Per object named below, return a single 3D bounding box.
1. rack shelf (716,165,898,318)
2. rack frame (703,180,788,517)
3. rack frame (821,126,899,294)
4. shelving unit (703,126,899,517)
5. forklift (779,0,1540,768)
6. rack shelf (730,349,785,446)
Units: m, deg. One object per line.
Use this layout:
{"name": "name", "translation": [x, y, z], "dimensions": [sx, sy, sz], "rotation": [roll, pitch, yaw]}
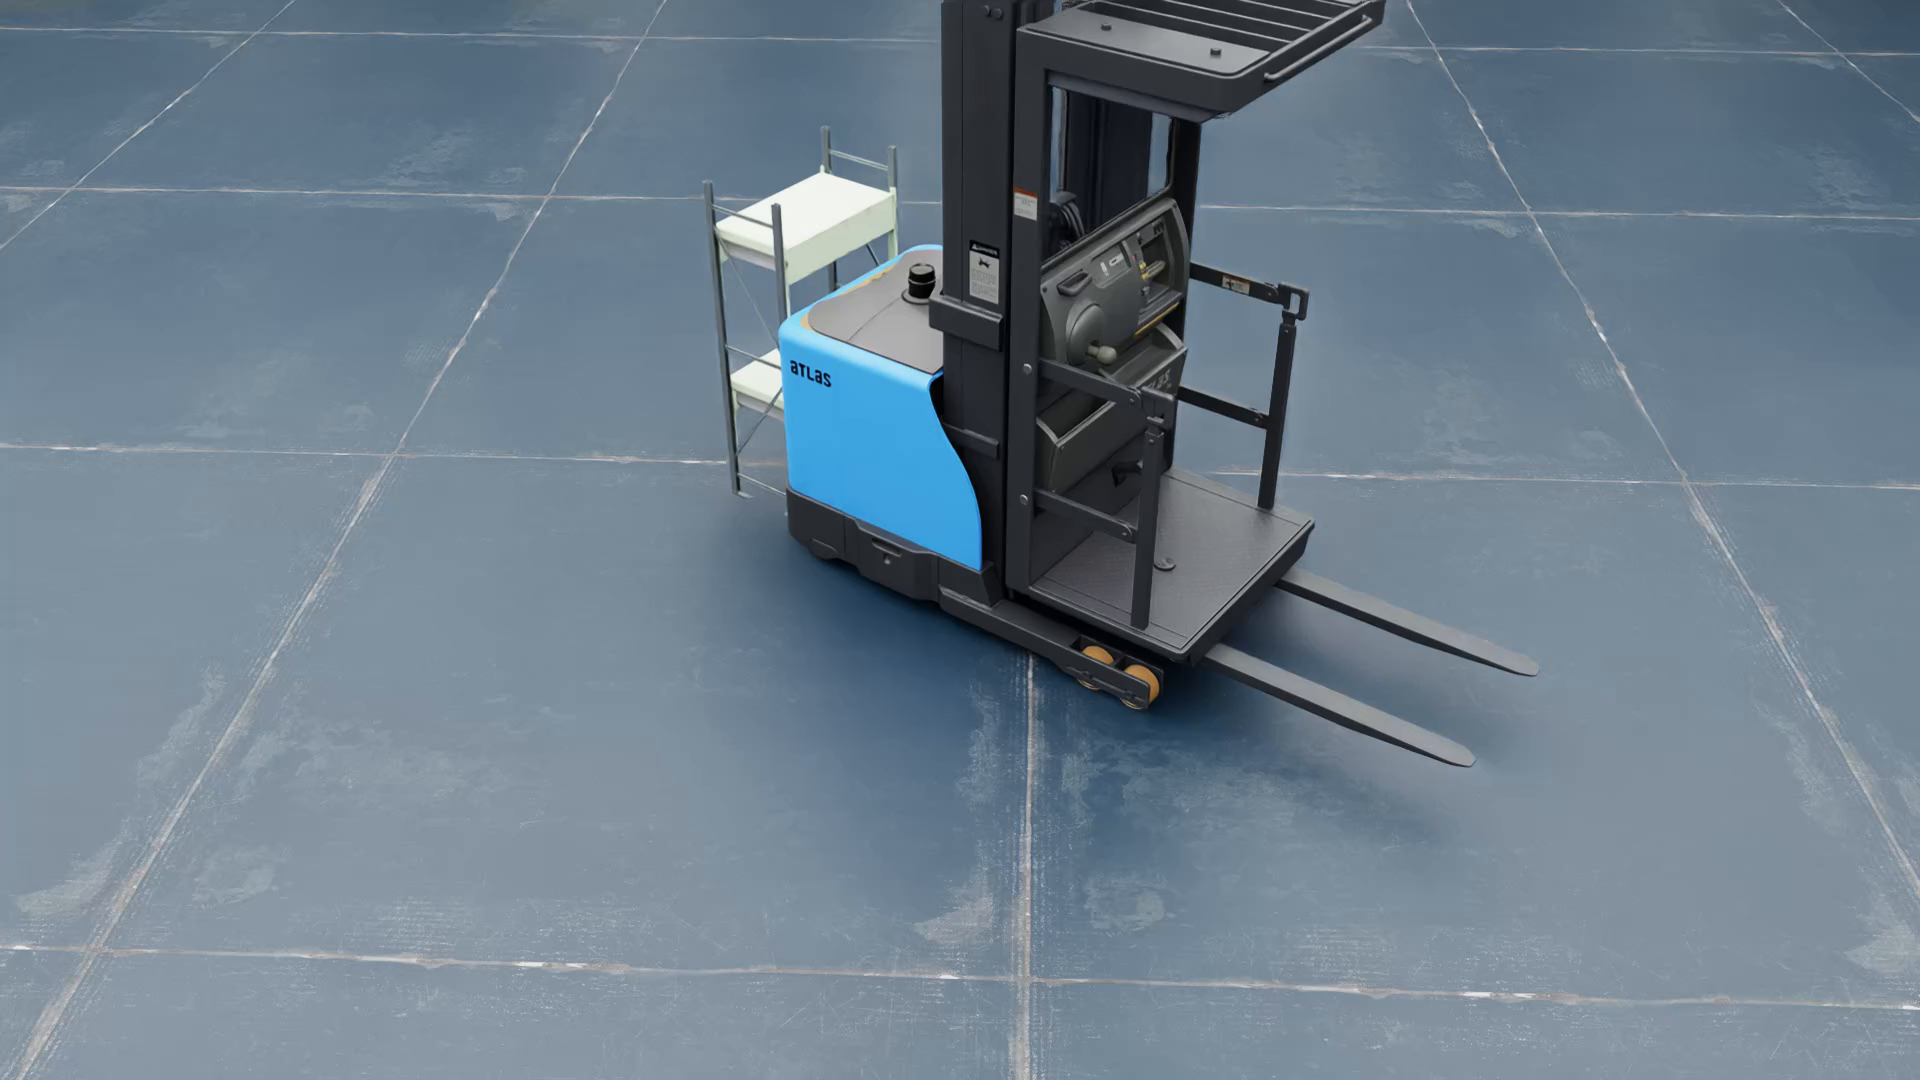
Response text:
{"name": "rack shelf", "translation": [-0.651, -1.254, 7.051], "dimensions": [0.431, 0.370, 0.720], "rotation": [23, 41, 29]}
{"name": "rack frame", "translation": [-0.869, -0.765, 7.035], "dimensions": [0.400, 1.500, 0.023], "rotation": [23, 41, 29]}
{"name": "rack frame", "translation": [-0.434, -1.104, 7.516], "dimensions": [0.400, 1.500, 0.023], "rotation": [23, 41, 29]}
{"name": "shelving unit", "translation": [-0.651, -0.935, 7.276], "dimensions": [0.431, 1.500, 0.755], "rotation": [23, 41, 29]}
{"name": "forklift", "translation": [0.745, -0.903, 5.986], "dimensions": [3.031, 2.935, 1.130], "rotation": [23, 41, 29]}
{"name": "rack shelf", "translation": [-0.651, -0.668, 7.463], "dimensions": [0.431, 0.370, 0.720], "rotation": [23, 41, 29]}
